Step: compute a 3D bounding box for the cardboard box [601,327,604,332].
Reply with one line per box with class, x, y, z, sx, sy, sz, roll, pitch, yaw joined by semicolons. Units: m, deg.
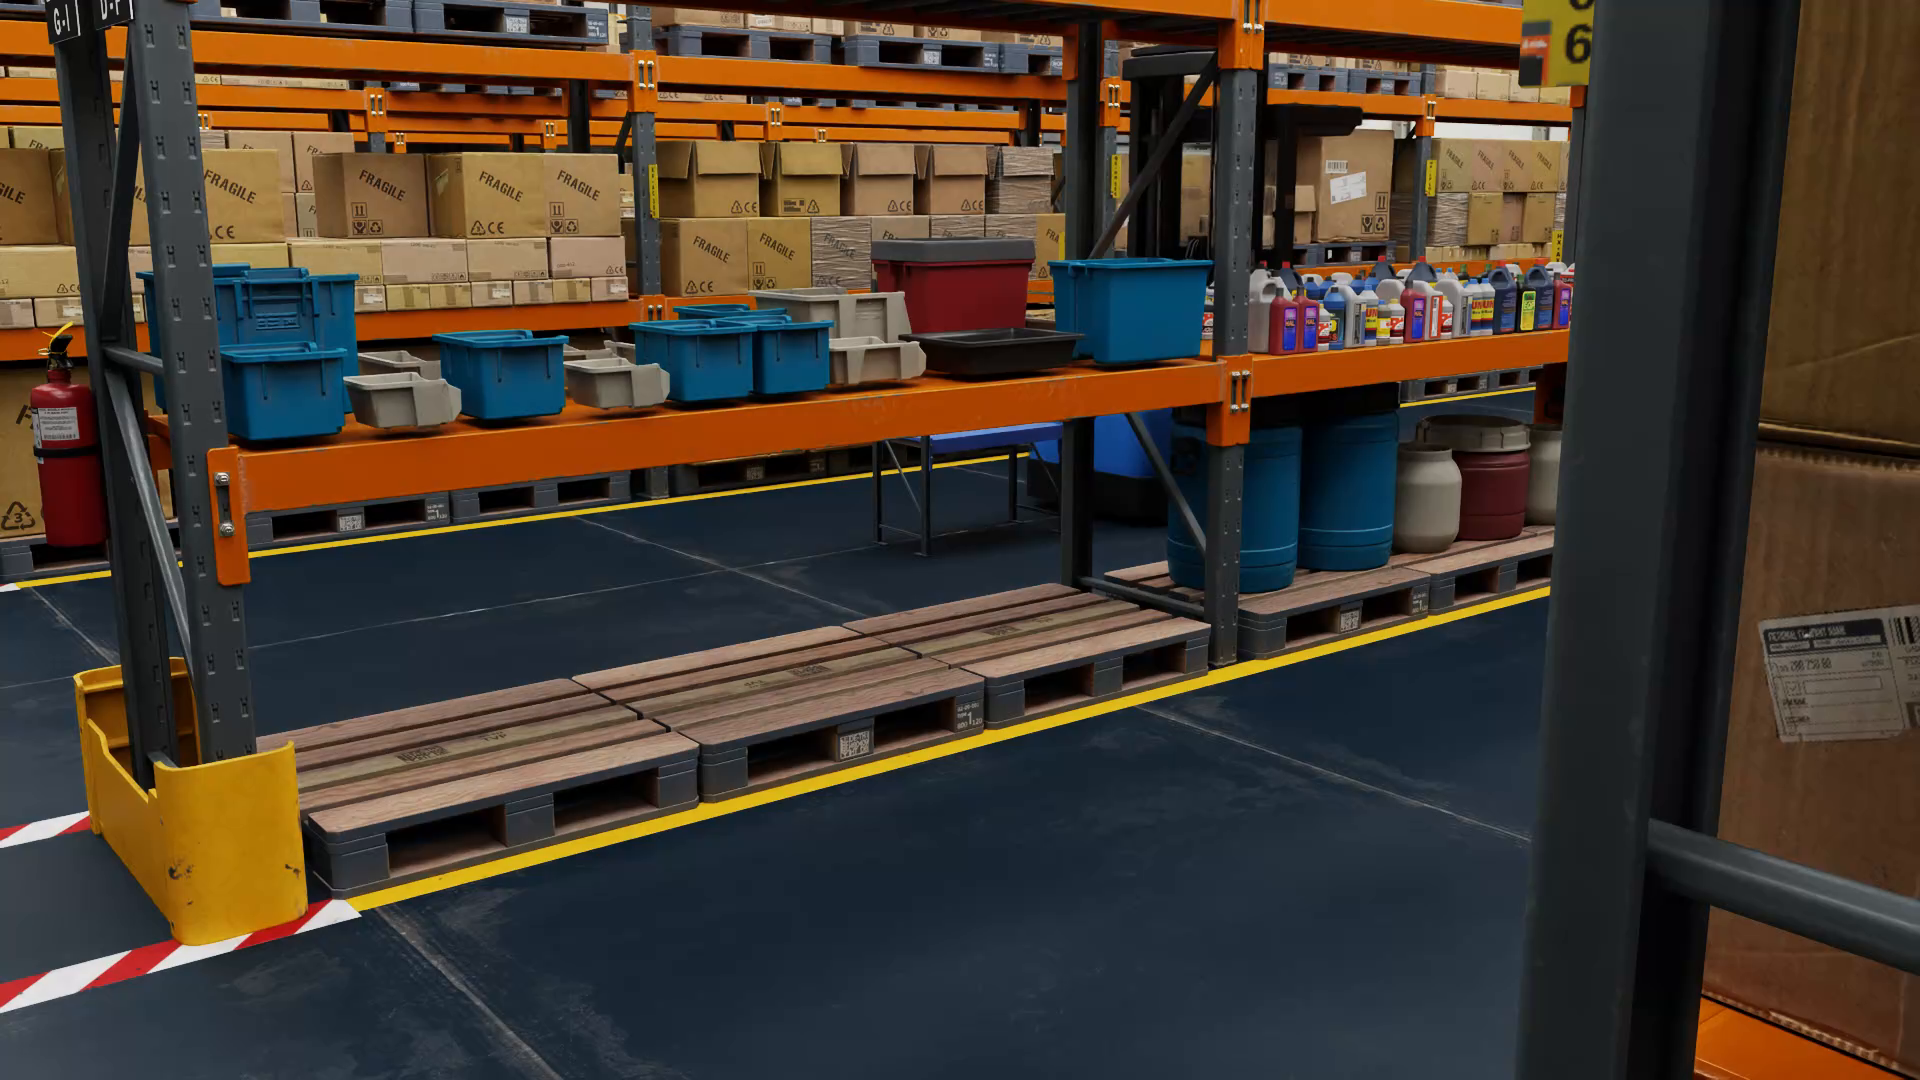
cardboard box;-3.732;-1.805;15.914;0.500;0.500;0.500;-9;15;-37

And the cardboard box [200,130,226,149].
cardboard box;-6.294;-3.077;13.533;0.500;0.500;0.500;-9;15;-36

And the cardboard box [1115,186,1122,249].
cardboard box;1.253;-2.663;13.695;0.500;0.500;0.500;11;16;43

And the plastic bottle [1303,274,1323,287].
plastic bottle;1.717;-1.183;8.275;0.135;0.276;0.152;-9;15;-38

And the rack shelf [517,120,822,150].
rack shelf;-3.773;-5.314;21.943;4.000;0.370;1.077;-9;15;-38

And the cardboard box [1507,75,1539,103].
cardboard box;5.295;-4.394;16.238;0.500;0.250;0.500;-10;16;-40

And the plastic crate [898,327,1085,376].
plastic crate;0.120;-0.715;6.294;0.590;0.125;0.437;-9;15;-38

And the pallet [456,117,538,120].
pallet;-5.805;-5.222;20.232;1.003;0.211;1.213;-9;15;-35

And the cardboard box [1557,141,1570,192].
cardboard box;6.049;-3.812;16.993;0.500;0.500;0.500;-9;15;-38

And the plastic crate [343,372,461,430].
plastic crate;-1.596;-0.398;4.770;0.298;0.136;0.250;-9;15;-38

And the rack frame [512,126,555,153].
rack frame;-5.335;-3.939;20.958;0.127;3.000;1.000;-9;15;-38

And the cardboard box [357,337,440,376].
cardboard box;-3.536;-0.789;10.229;0.875;0.875;0.875;-9;15;-38

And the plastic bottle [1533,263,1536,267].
plastic bottle;3.303;-1.451;9.551;0.097;0.271;0.097;0;12;0

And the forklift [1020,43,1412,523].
forklift;1.841;-1.765;10.886;3.031;2.935;1.130;-10;15;-39

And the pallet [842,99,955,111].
pallet;-0.823;-4.762;18.066;1.213;0.211;1.003;-9;15;-35

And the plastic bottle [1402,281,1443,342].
plastic bottle;2.149;-1.067;7.731;0.135;0.276;0.152;-9;15;-38

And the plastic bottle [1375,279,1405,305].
plastic bottle;2.054;-1.092;7.847;0.135;0.276;0.152;-9;15;-38

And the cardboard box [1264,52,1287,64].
cardboard box;2.578;-4.150;14.279;0.250;0.166;0.380;-10;16;-39

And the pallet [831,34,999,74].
pallet;-0.485;-3.469;11.977;1.213;0.211;1.003;-9;15;-35

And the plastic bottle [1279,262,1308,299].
plastic bottle;1.574;-1.158;7.980;0.185;0.351;0.144;-9;15;-38

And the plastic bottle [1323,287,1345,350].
plastic bottle;1.638;-0.973;7.298;0.097;0.271;0.097;0;12;0

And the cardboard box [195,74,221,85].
cardboard box;-6.295;-3.788;13.385;0.500;0.250;0.500;-10;15;-38

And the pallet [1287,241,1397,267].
pallet;3.292;-2.681;15.496;1.213;0.211;1.003;-9;15;-38

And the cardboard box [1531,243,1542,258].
cardboard box;5.665;-2.944;16.874;0.250;0.149;0.380;-9;15;-38

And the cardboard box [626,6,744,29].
cardboard box;-1.821;-3.611;10.940;0.500;0.500;0.700;-9;15;-36

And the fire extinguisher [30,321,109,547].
fire extinguisher;-2.698;-0.324;5.018;0.183;0.674;0.296;-9;15;-38

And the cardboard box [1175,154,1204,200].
cardboard box;2.543;-4.520;20.734;0.500;0.550;0.875;-9;15;-38

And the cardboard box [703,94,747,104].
cardboard box;-2.451;-4.550;16.373;0.500;0.500;0.500;-9;15;-38

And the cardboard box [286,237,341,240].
cardboard box;-3.980;-1.672;9.925;0.500;0.250;0.500;-9;15;-38

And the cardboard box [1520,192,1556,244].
cardboard box;5.526;-3.292;16.954;0.500;0.500;0.875;-9;15;-38

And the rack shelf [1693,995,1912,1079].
rack shelf;2.356;0.406;2.227;4.000;0.370;1.077;-9;15;-38

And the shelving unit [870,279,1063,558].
shelving unit;0.067;-0.745;9.525;1.048;1.500;0.538;-9;15;-38

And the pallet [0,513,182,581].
pallet;-4.815;-0.046;9.337;1.213;0.211;1.003;-9;15;-38

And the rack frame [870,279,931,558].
rack frame;-0.330;-0.679;9.214;0.032;1.500;0.500;-9;15;-38

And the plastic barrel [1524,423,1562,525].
plastic barrel;3.194;-0.363;9.094;0.421;0.512;0.421;0;12;0

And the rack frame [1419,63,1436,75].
rack frame;3.979;-5.785;15.209;0.127;3.000;1.000;-9;15;-38

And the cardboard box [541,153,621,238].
cardboard box;-2.459;-2.149;10.365;0.500;0.500;0.500;-9;15;-36

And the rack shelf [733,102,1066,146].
rack shelf;-0.602;-4.524;18.224;4.000;0.370;1.077;-9;15;-38

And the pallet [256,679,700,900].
pallet;-1.629;0.773;5.480;1.213;0.211;1.003;-9;15;-38

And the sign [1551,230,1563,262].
sign;3.601;-1.697;10.004;0.005;0.325;0.100;-9;15;-38

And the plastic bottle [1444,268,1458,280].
plastic bottle;2.657;-1.344;9.046;0.097;0.271;0.097;0;12;0

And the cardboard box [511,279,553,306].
cardboard box;-2.702;-1.530;10.219;0.250;0.149;0.380;-10;15;-39

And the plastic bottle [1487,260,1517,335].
plastic bottle;2.609;-1.179;8.079;0.185;0.351;0.144;-9;15;-38

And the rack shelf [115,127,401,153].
rack shelf;-10.000;-5.600;23.288;4.000;0.370;1.077;-9;15;-38

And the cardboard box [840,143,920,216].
cardboard box;-0.755;-2.607;12.028;0.637;0.503;0.797;-9;15;-36

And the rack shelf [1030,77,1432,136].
rack shelf;2.418;-3.707;14.373;4.000;0.370;1.077;-9;15;-38

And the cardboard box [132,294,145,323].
cardboard box;-4.508;-1.230;8.805;0.250;0.149;0.380;-10;16;-39

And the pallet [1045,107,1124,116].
pallet;1.605;-5.197;19.872;1.213;0.211;1.003;-9;15;-38

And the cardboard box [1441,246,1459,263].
cardboard box;4.539;-2.737;15.903;0.250;0.149;0.380;-9;15;-38

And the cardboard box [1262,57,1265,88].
cardboard box;2.178;-3.880;13.820;0.500;0.250;0.500;-9;15;-36

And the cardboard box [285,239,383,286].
cardboard box;-3.647;-1.586;9.521;0.500;0.250;0.500;-10;15;-39

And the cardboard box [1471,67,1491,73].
cardboard box;4.817;-4.509;15.823;0.250;0.149;0.380;-9;15;-37

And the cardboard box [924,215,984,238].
cardboard box;-0.171;-2.145;12.267;0.500;0.500;0.500;-10;16;-39

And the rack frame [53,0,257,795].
rack frame;-2.297;-0.490;4.716;0.127;3.000;1.000;-9;15;-38
